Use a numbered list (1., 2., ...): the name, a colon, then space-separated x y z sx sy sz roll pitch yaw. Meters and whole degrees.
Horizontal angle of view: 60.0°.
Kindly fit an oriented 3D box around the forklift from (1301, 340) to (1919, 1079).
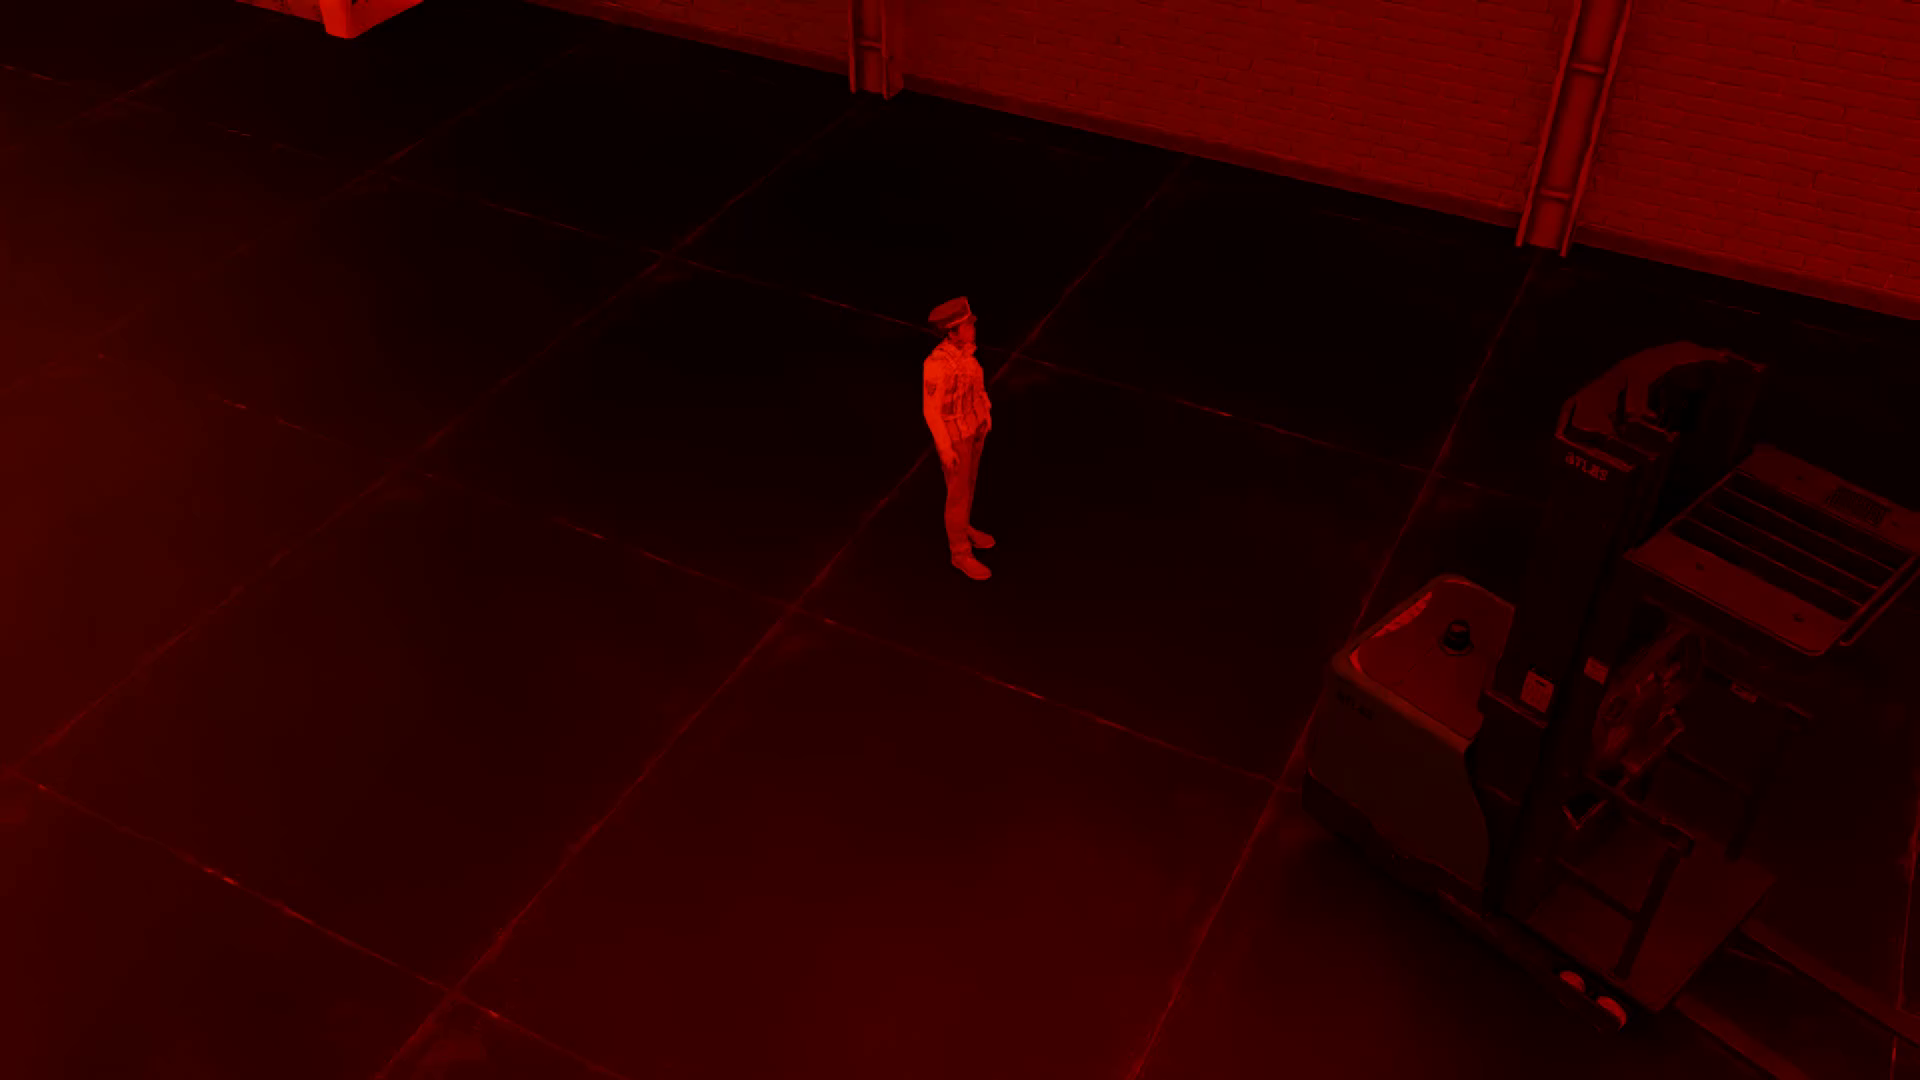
1. forklift: 3.124 0.752 7.094 1.130 2.935 3.031 -31 49 -31

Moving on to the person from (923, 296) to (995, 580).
1. person: 0.057 -0.630 9.682 0.533 1.695 0.586 18 43 21
